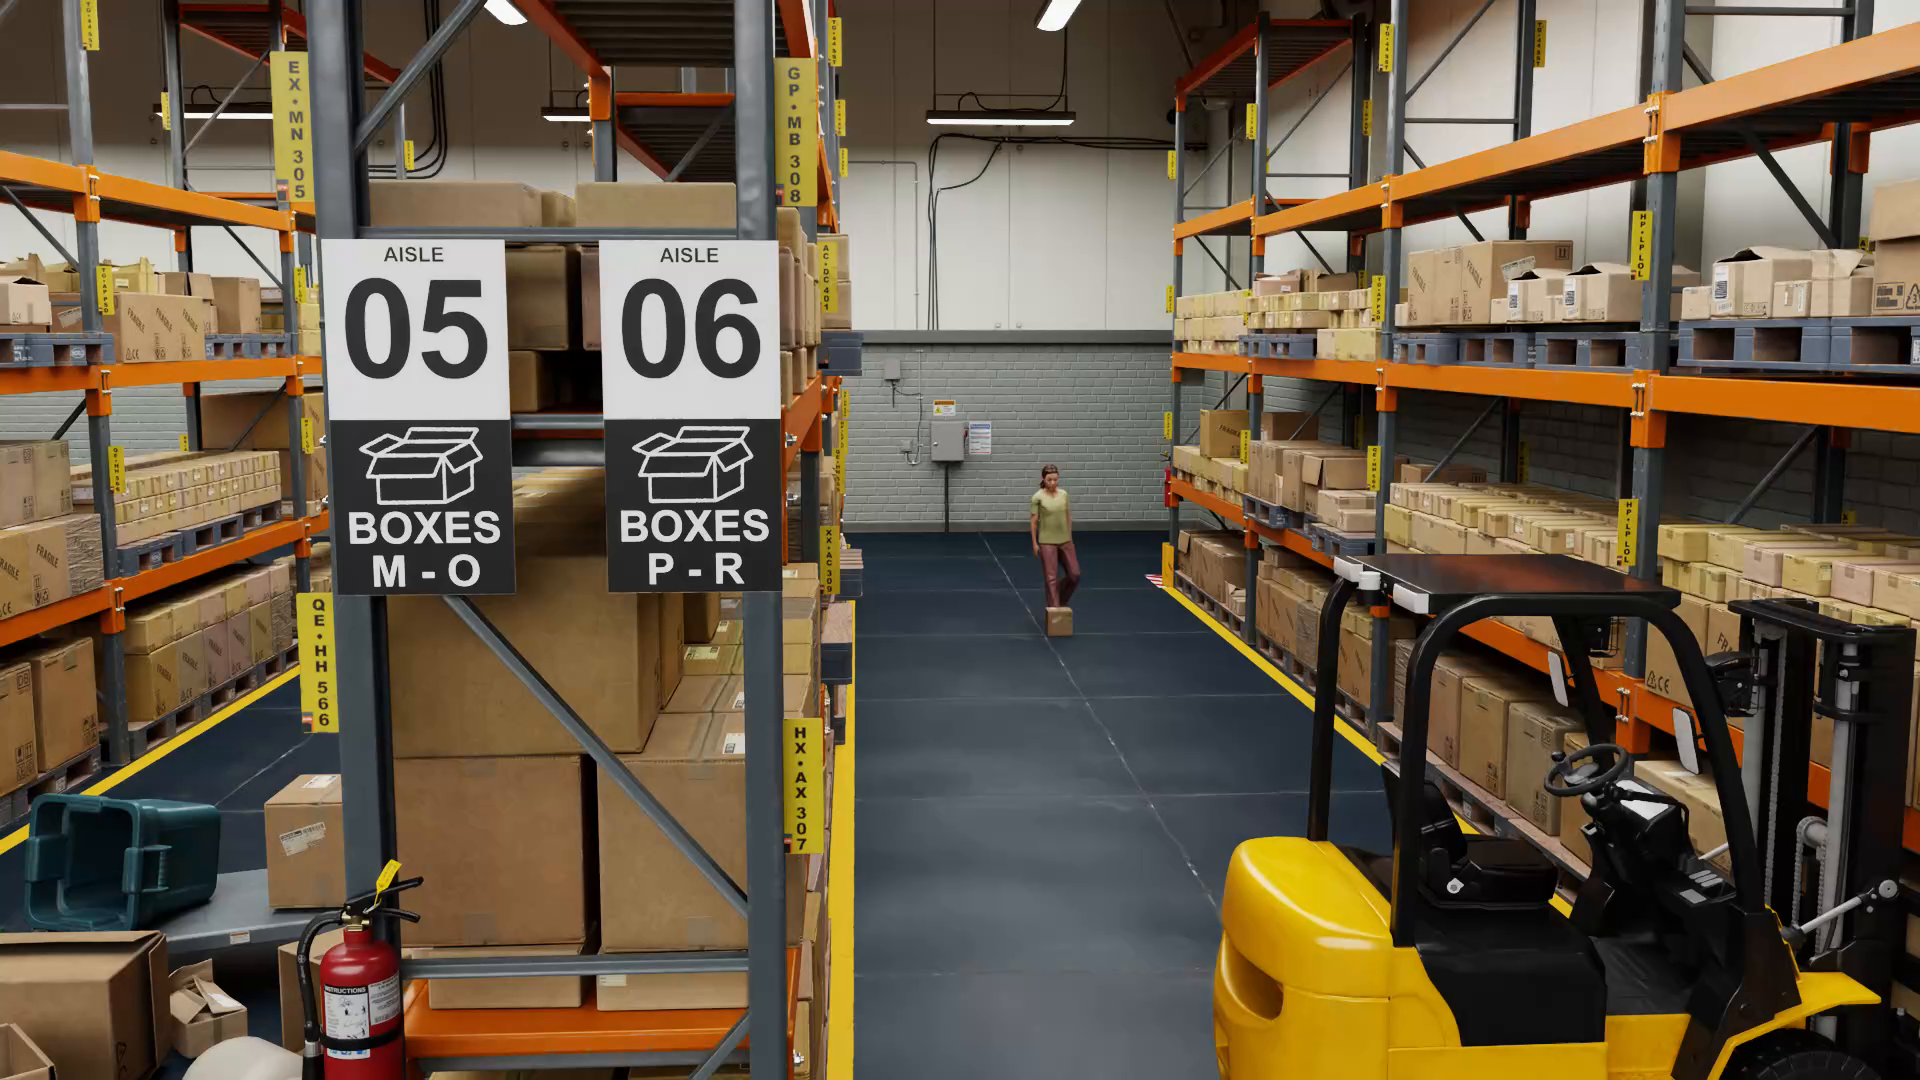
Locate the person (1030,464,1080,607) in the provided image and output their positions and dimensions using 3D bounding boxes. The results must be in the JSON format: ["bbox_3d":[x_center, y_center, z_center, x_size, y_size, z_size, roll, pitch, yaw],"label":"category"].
[{"bbox_3d":[0.986,0.173,17.228,0.478,1.413,0.610,-2,7,-19],"label":"person"}]
